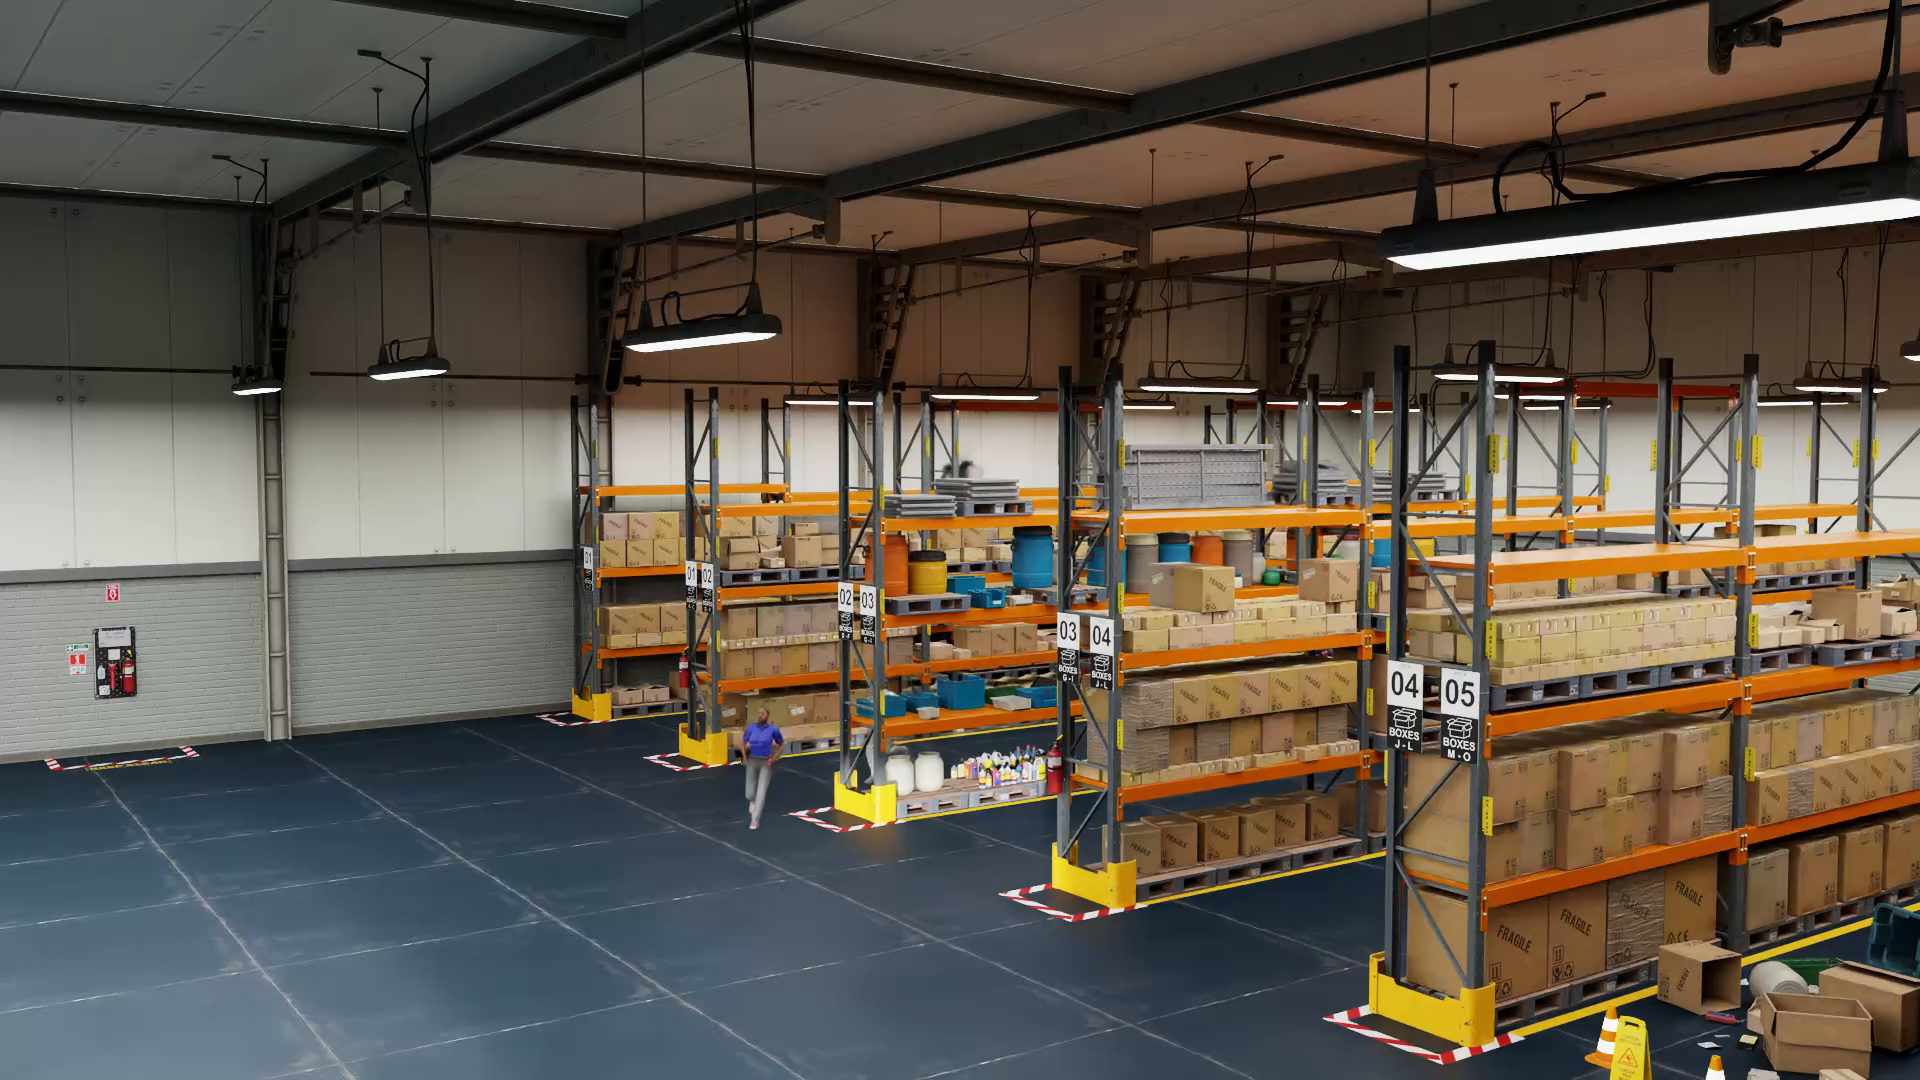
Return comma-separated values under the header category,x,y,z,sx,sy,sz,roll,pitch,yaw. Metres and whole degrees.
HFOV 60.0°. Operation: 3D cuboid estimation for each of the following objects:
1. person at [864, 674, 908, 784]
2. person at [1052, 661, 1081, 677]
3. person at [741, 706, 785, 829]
category,x,y,z,sx,sy,sz,roll,pitch,yaw
person,-1.159,2.837,25.282,0.619,1.673,0.796,3,5,40
person,2.217,2.224,33.752,0.692,1.734,0.664,-3,4,-40
person,-2.651,3.023,22.354,0.598,1.617,0.624,0,3,4
